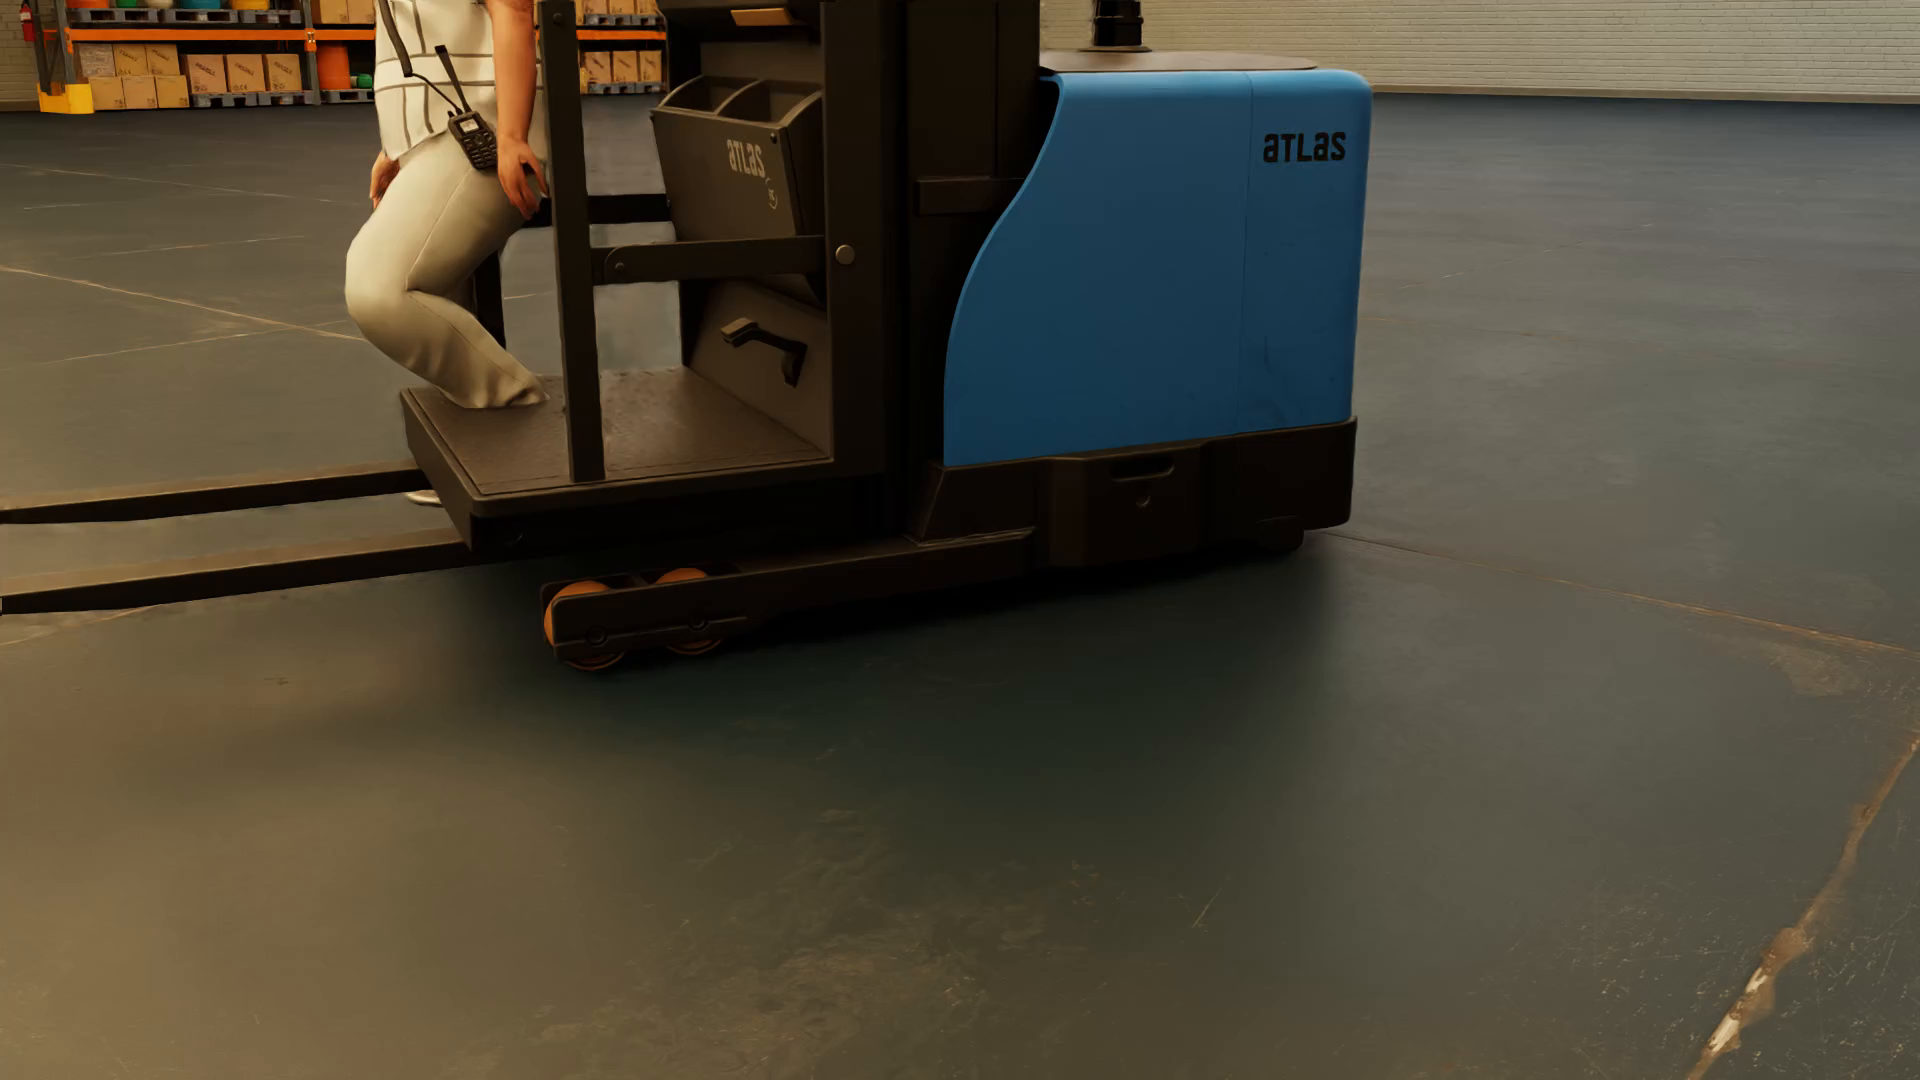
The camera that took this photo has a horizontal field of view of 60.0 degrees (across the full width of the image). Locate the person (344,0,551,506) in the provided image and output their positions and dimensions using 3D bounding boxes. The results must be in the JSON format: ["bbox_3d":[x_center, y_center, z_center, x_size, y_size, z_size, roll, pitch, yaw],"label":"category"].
[{"bbox_3d":[-1.194,-0.850,3.798,0.513,1.717,0.864,-8,19,-25],"label":"person"}]

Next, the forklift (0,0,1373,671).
[{"bbox_3d":[-0.652,-1.331,3.280,3.031,2.935,1.130,-8,18,-24],"label":"forklift"}]
